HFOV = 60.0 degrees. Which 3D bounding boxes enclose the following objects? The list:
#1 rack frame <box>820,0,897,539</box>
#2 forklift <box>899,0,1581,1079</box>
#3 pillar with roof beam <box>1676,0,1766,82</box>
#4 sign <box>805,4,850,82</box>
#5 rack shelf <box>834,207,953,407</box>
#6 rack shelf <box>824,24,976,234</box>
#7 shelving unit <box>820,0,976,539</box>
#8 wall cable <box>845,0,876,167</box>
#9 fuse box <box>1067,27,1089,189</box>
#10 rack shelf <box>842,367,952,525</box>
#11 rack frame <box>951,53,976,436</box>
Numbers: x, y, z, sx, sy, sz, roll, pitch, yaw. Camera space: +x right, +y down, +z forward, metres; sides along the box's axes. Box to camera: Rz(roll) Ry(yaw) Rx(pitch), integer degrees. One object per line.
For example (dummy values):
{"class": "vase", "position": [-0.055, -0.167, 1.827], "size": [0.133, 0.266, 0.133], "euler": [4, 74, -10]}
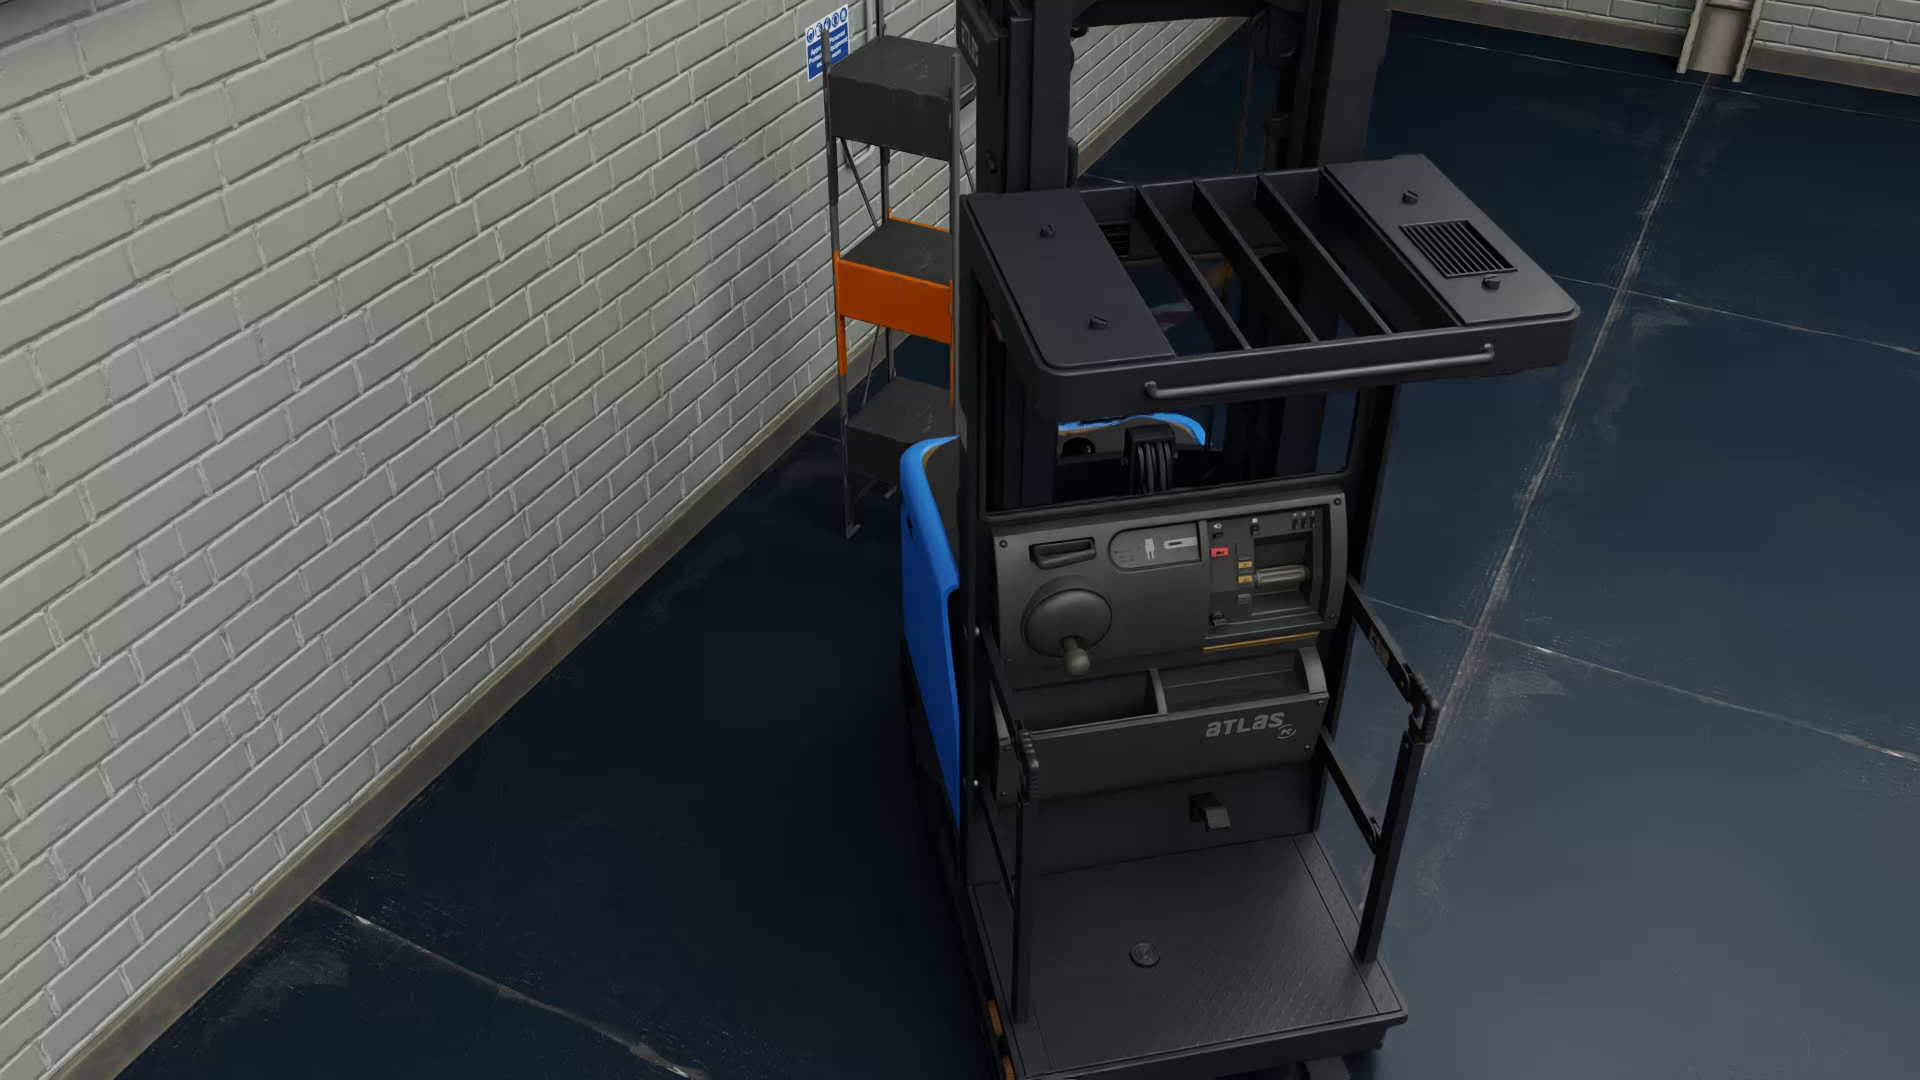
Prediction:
{"class": "rack frame", "position": [-0.364, -0.950, 6.265], "size": [0.015, 2.100, 0.400], "euler": [17, 41, 21]}
{"class": "forklift", "position": [0.590, 0.179, 4.089], "size": [1.130, 2.935, 3.031], "euler": [-7, 38, -9]}
{"class": "pillar with roof beam", "position": [2.884, -4.322, 5.001], "size": [0.400, 9.000, 9.100], "euler": [17, 41, 21]}
{"class": "sign", "position": [-0.530, -1.998, 6.678], "size": [0.001, 0.218, 0.327], "euler": [17, 41, 21]}
{"class": "rack shelf", "position": [-0.147, -0.872, 6.184], "size": [0.480, 0.518, 0.431], "euler": [17, 41, 21]}
{"class": "rack shelf", "position": [-0.147, -1.429, 5.761], "size": [0.480, 0.518, 0.431], "euler": [17, 41, 21]}
{"class": "shelving unit", "position": [-0.147, -0.882, 6.176], "size": [0.503, 2.100, 0.431], "euler": [17, 41, 21]}
{"class": "wall cable", "position": [-0.453, -2.317, 6.455], "size": [0.123, 1.953, 0.585], "euler": [17, 41, 21]}
{"class": "fuse box", "position": [0.642, -2.474, 8.594], "size": [0.414, 1.711, 0.539], "euler": [17, 41, 21]}
{"class": "rack shelf", "position": [-0.147, -0.314, 6.607], "size": [0.480, 0.518, 0.431], "euler": [17, 41, 21]}
{"class": "rack frame", "position": [0.070, -0.815, 6.086], "size": [0.015, 2.100, 0.400], "euler": [17, 41, 21]}
